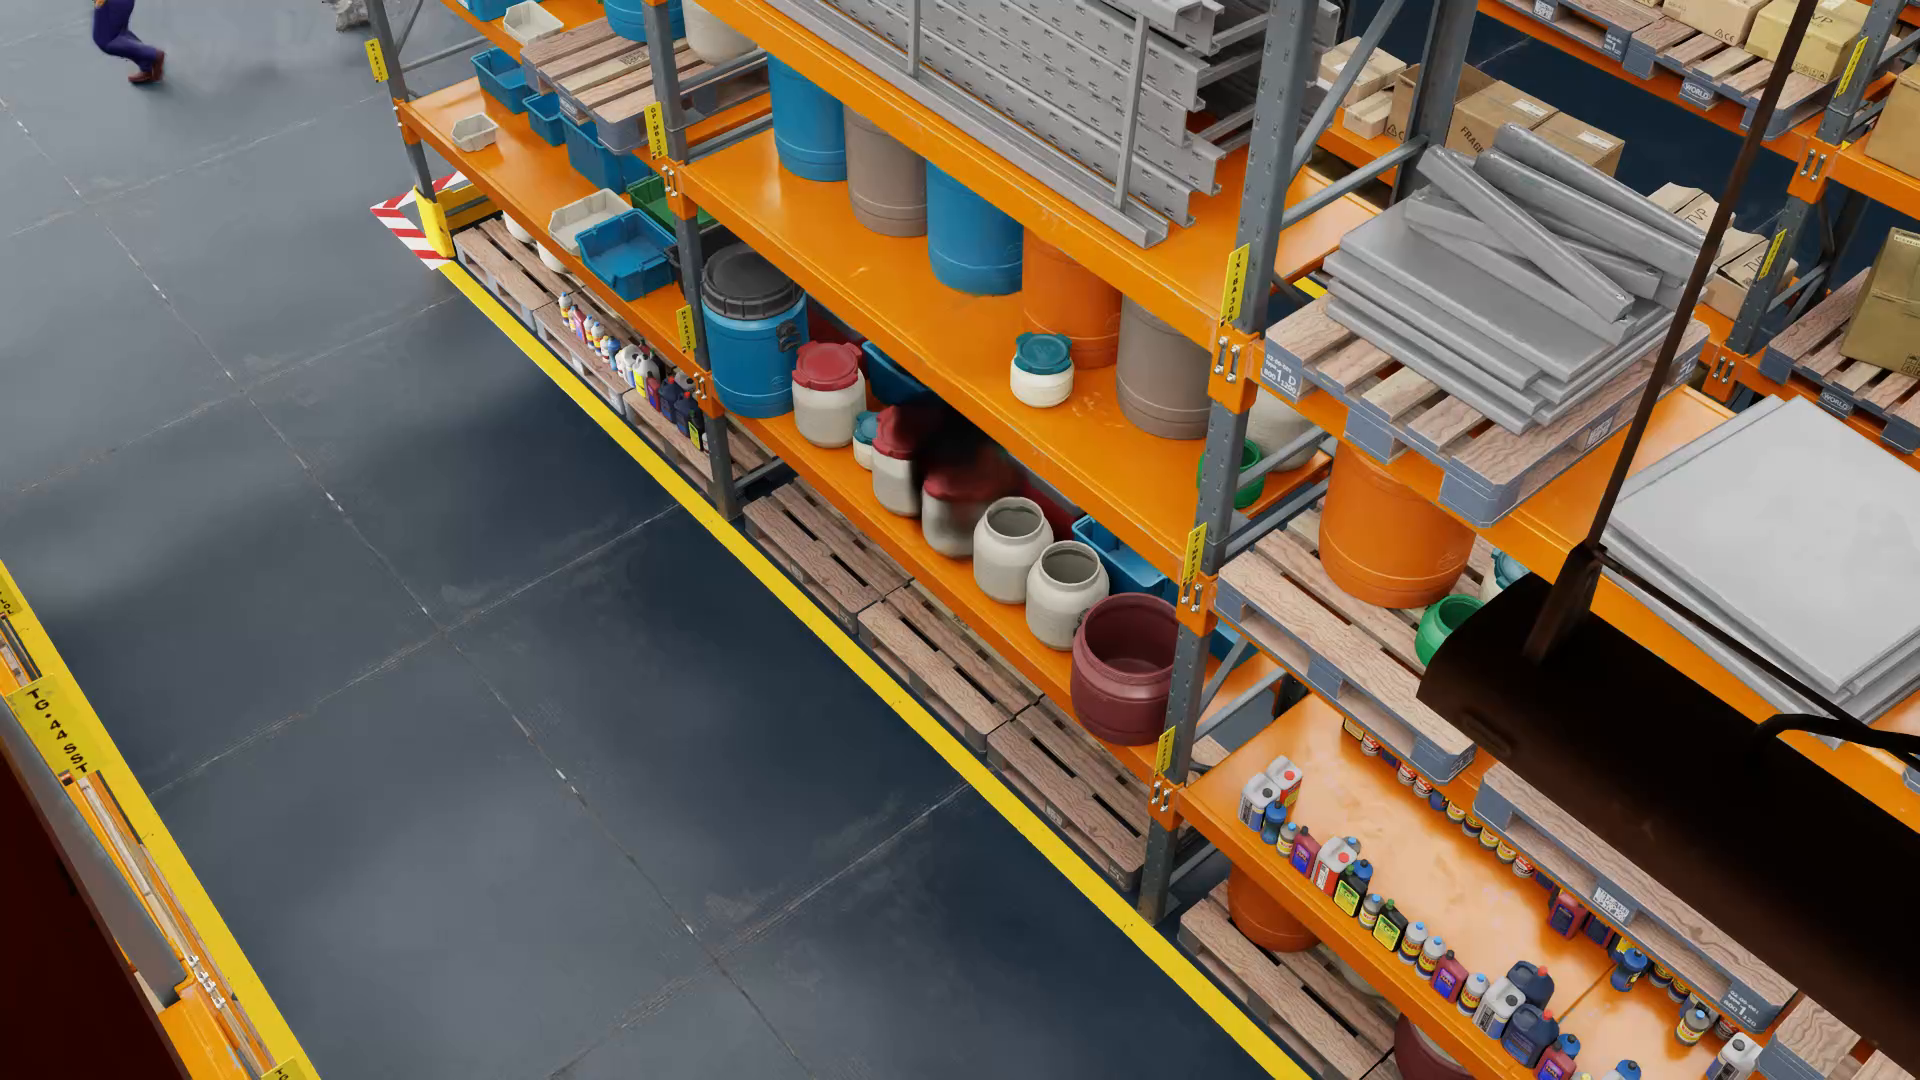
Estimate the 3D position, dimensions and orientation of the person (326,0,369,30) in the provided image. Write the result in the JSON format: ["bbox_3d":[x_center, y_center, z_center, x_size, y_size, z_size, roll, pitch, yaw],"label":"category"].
[{"bbox_3d":[-5.820,-5.411,14.895,0.613,1.764,0.638,-10,47,-9],"label":"person"}]

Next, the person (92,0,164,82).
[{"bbox_3d":[-7.318,-4.660,14.310,0.561,1.586,0.600,-14,48,-13],"label":"person"}]
